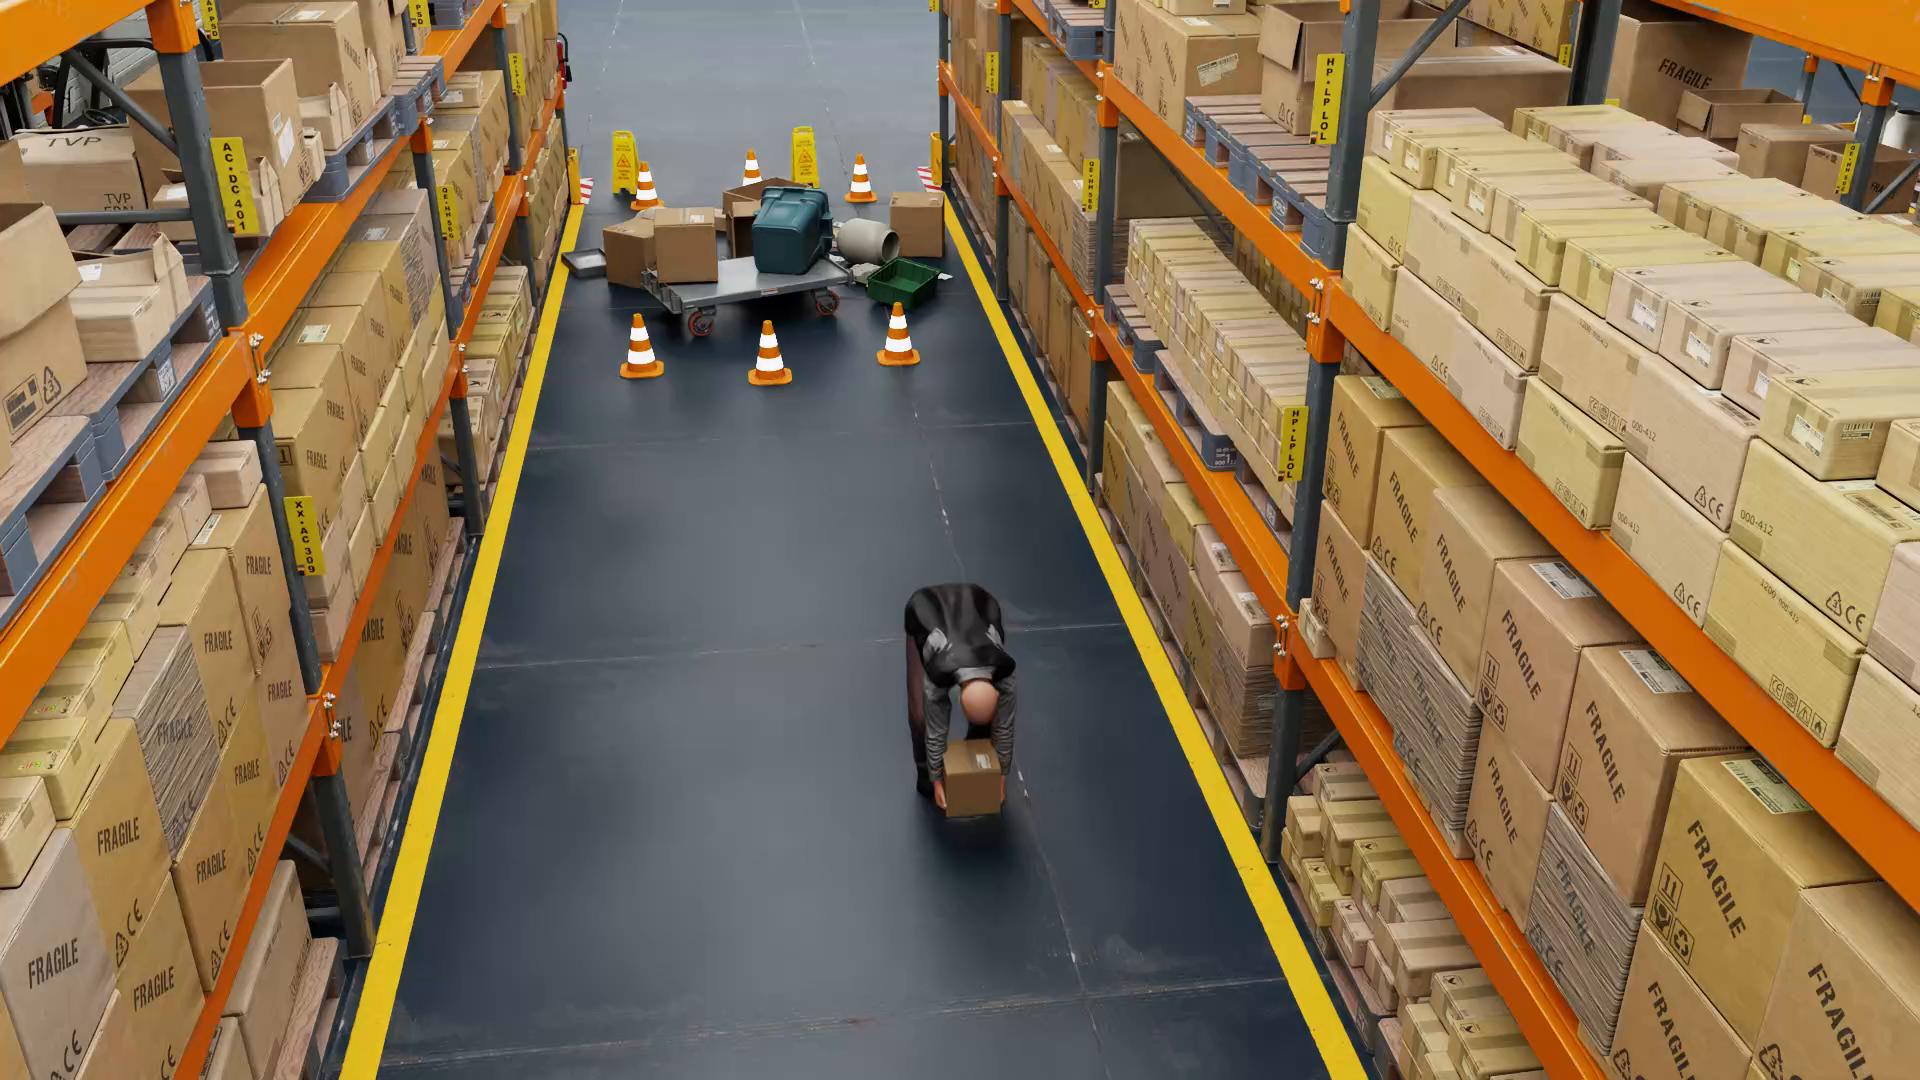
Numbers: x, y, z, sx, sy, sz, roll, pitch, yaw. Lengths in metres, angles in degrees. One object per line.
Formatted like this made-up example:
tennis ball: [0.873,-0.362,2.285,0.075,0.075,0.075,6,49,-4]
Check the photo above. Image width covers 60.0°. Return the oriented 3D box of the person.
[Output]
person: [0.007,0.792,7.813,0.475,1.065,0.957,-5,27,-9]
